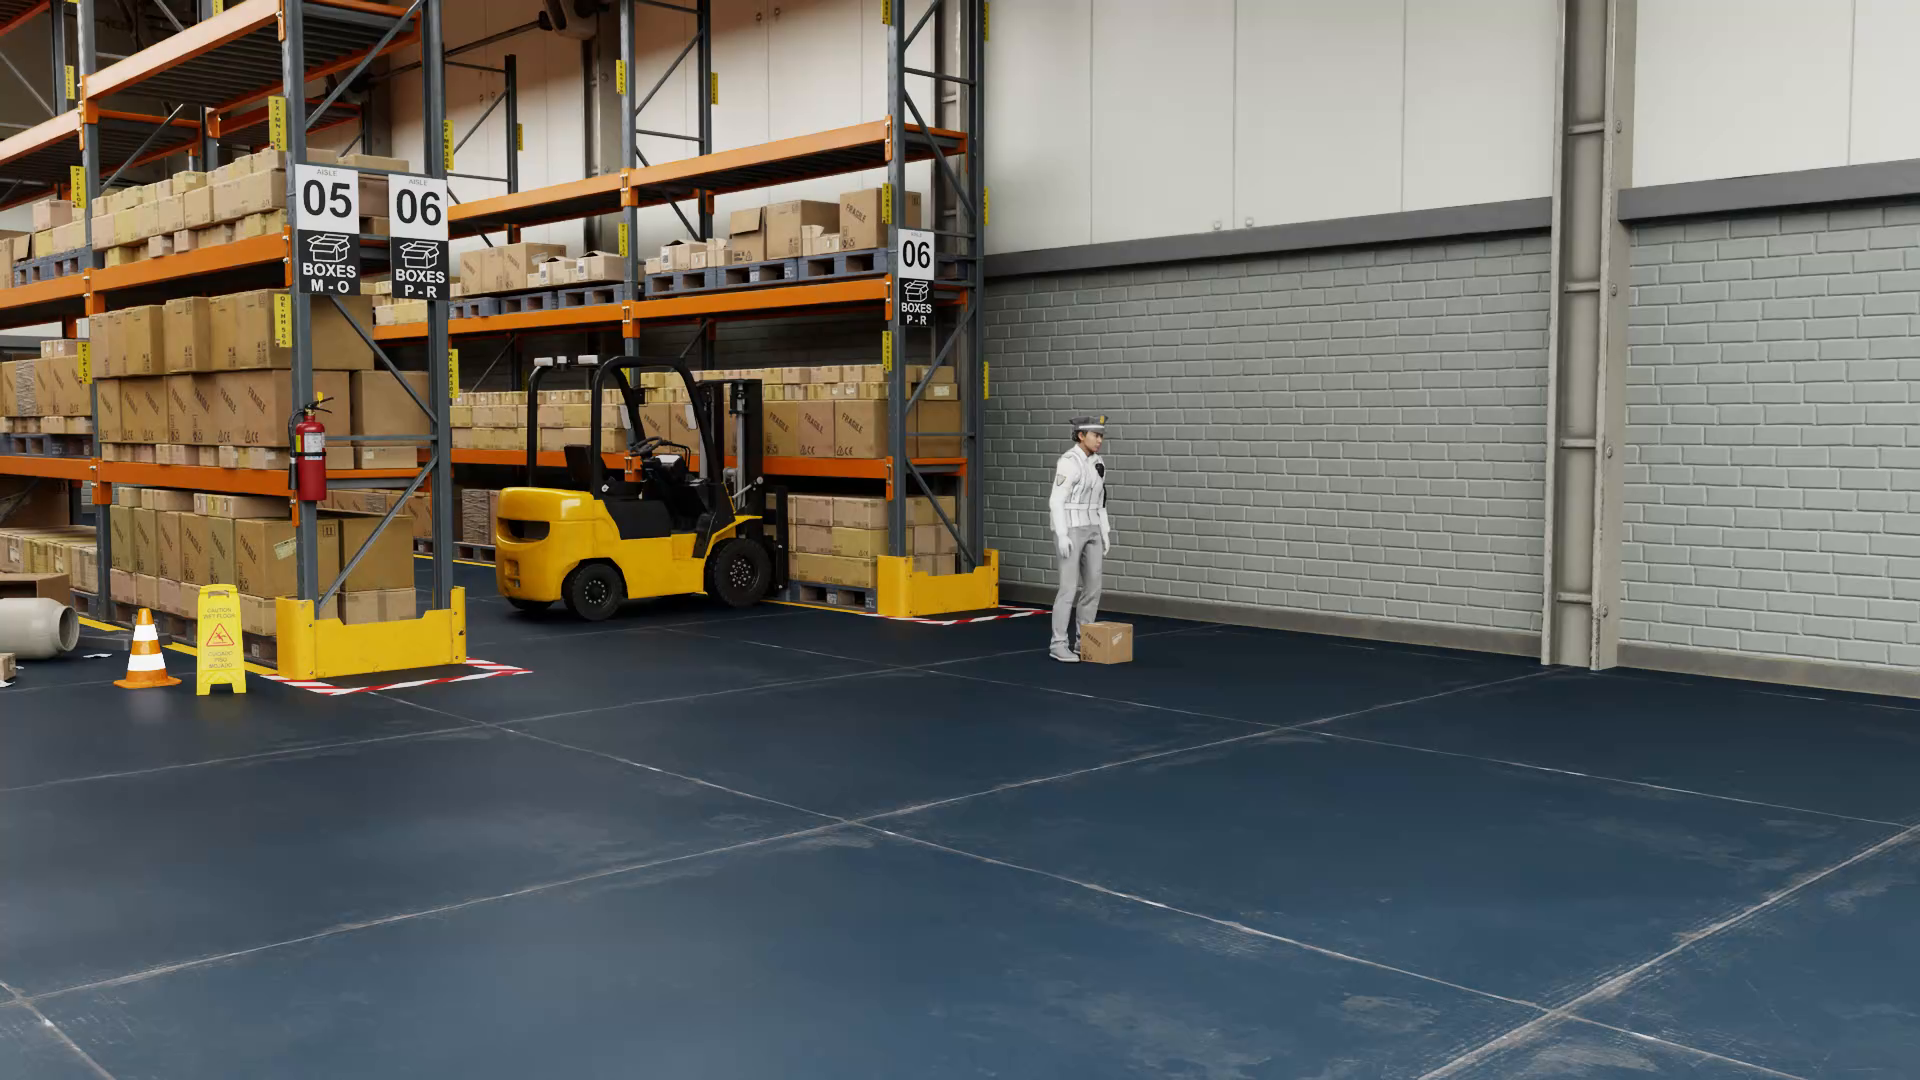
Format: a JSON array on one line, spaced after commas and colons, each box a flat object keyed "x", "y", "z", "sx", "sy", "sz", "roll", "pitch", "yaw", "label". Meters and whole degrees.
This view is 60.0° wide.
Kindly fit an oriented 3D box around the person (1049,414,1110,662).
[{"x": 0.826, "y": -0.024, "z": 11.352, "sx": 0.373, "sy": 1.665, "sz": 0.542, "roll": 4, "pitch": 6, "yaw": 44, "label": "person"}]
